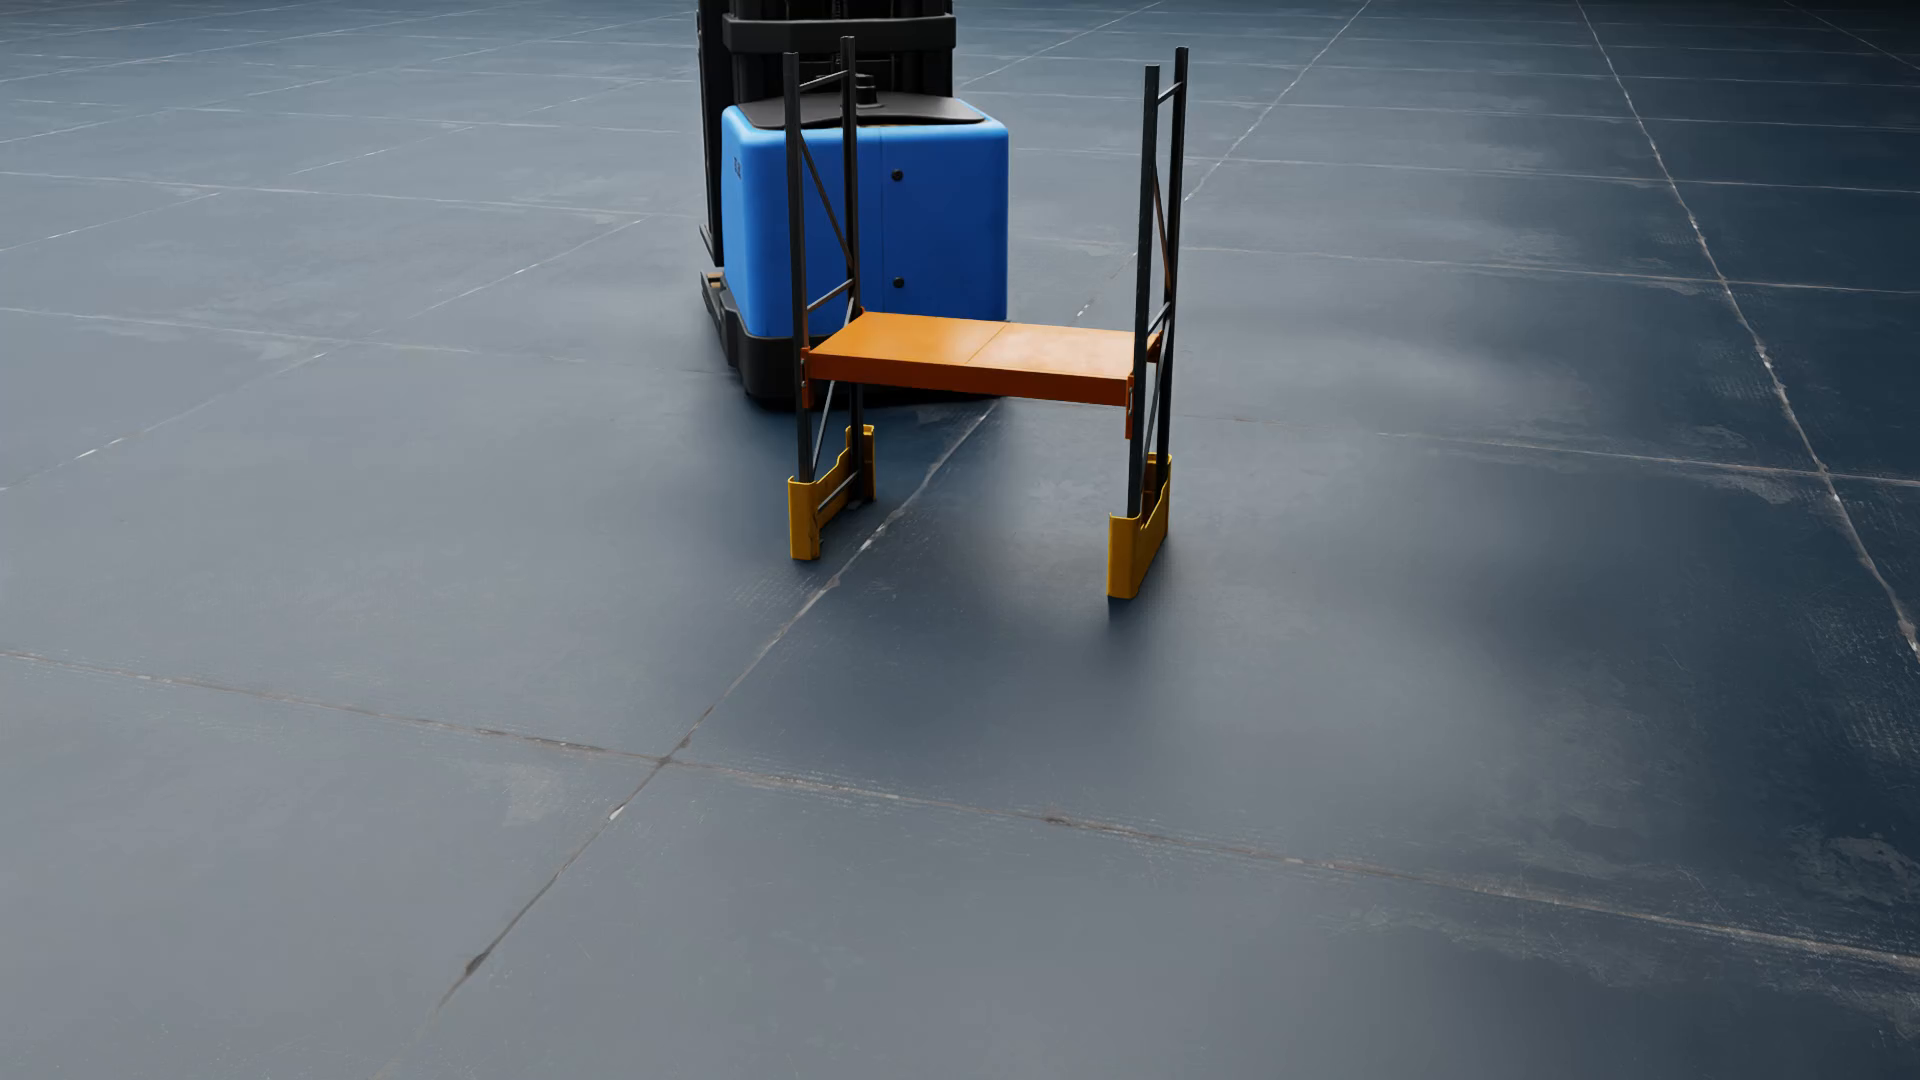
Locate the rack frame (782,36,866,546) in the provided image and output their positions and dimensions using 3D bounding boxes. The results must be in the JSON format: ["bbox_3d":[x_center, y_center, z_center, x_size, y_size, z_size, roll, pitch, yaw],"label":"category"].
[{"bbox_3d":[-0.405,-0.740,5.098,0.032,1.500,0.500,7,23,16],"label":"rack frame"}]

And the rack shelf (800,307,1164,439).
[{"bbox_3d":[0.082,-0.518,5.031,1.000,0.185,0.538,7,23,16],"label":"rack shelf"}]

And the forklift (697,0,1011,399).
[{"bbox_3d":[-0.629,-2.429,7.330,1.130,2.935,3.031,-5,23,-12],"label":"forklift"}]

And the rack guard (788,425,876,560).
[{"bbox_3d":[-0.404,-0.162,5.335,0.087,0.250,0.587,7,23,16],"label":"rack guard"}]

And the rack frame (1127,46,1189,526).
[{"bbox_3d":[0.568,-0.629,4.827,0.032,1.500,0.500,7,23,16],"label":"rack frame"}]

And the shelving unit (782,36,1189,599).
[{"bbox_3d":[0.073,-0.686,4.965,1.083,1.500,0.587,7,23,16],"label":"shelving unit"}]

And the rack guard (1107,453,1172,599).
[{"bbox_3d":[0.550,-0.053,5.069,0.087,0.250,0.587,7,23,16],"label":"rack guard"}]
